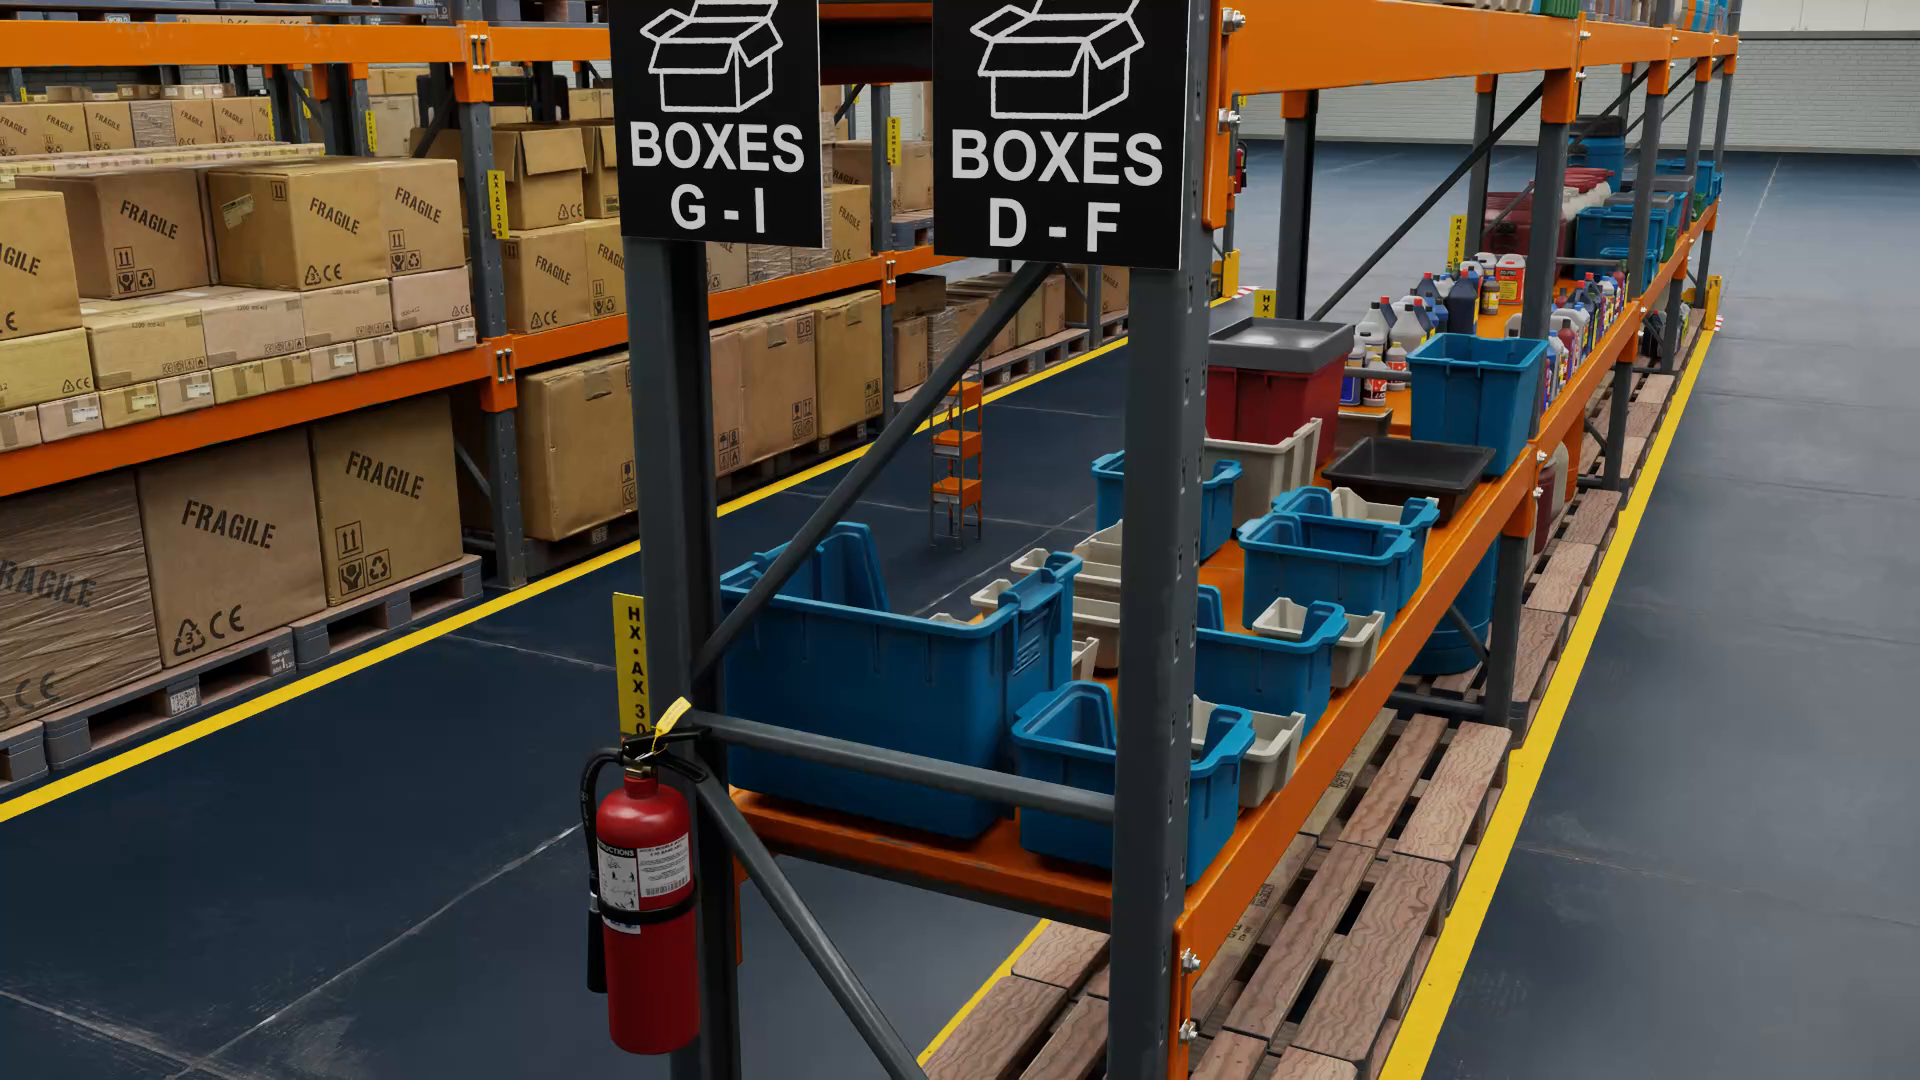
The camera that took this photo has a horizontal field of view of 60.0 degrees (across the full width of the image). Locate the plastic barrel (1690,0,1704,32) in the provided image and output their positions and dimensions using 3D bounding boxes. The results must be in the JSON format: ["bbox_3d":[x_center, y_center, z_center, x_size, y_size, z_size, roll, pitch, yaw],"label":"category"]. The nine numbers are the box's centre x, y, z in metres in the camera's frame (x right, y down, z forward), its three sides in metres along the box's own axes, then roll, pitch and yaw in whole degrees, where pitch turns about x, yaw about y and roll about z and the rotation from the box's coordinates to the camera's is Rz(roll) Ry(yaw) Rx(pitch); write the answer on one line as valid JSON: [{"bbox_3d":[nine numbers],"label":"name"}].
[{"bbox_3d":[4.647,-3.841,11.040,0.600,0.901,0.708,8,18,25],"label":"plastic barrel"}]

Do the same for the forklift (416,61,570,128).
[{"bbox_3d":[-3.552,-2.537,12.917,1.130,2.935,3.031,-5,17,-15],"label":"forklift"}]

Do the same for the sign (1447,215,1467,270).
[{"bbox_3d":[2.982,-1.781,9.965,0.100,0.325,0.005,8,18,25],"label":"sign"}]

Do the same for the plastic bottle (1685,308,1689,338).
[{"bbox_3d":[6.425,-1.958,14.858,0.152,0.276,0.135,8,18,24],"label":"plastic bottle"}]

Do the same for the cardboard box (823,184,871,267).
[{"bbox_3d":[-0.952,-2.155,11.337,0.500,0.500,0.500,9,19,27],"label":"cardboard box"}]

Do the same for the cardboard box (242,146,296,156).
[{"bbox_3d":[-5.386,-2.974,12.927,0.380,0.149,0.250,9,19,27],"label":"cardboard box"}]

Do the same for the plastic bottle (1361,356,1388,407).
[{"bbox_3d":[1.697,-0.651,6.796,0.097,0.201,0.097,0,17,0],"label":"plastic bottle"}]

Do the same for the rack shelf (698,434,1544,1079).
[{"bbox_3d":[0.796,0.239,4.716,1.077,0.370,4.000,8,18,25],"label":"rack shelf"}]

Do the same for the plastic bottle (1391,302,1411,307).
[{"bbox_3d":[2.026,-0.953,7.684,0.152,0.276,0.135,8,18,25],"label":"plastic bottle"}]

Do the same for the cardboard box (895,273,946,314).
[{"bbox_3d":[-0.453,-1.948,13.114,0.500,0.250,0.500,11,20,32],"label":"cardboard box"}]

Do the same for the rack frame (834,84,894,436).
[{"bbox_3d":[-0.953,-2.265,11.880,1.000,3.000,0.127,8,18,25],"label":"rack frame"}]

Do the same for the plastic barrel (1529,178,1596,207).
[{"bbox_3d":[4.120,-2.206,11.443,0.433,0.535,0.433,0,17,0],"label":"plastic barrel"}]

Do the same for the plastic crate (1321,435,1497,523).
[{"bbox_3d":[1.430,-0.193,5.284,0.437,0.125,0.590,8,18,25],"label":"plastic crate"}]

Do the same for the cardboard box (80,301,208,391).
[{"bbox_3d":[-3.390,-0.780,6.622,0.500,0.250,0.500,8,18,24],"label":"cardboard box"}]

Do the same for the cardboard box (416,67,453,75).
[{"bbox_3d":[-6.646,-5.804,21.343,0.700,0.500,0.500,8,18,25],"label":"cardboard box"}]

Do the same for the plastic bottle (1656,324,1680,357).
[{"bbox_3d":[5.919,-1.670,13.889,0.152,0.276,0.135,9,19,27],"label":"plastic bottle"}]

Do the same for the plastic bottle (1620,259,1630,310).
[{"bbox_3d":[3.678,-1.421,9.246,0.061,0.283,0.133,8,18,25],"label":"plastic bottle"}]

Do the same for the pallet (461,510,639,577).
[{"bbox_3d":[-2.463,-0.115,9.541,1.003,0.211,1.213,8,18,25],"label":"pallet"}]

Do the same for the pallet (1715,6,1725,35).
[{"bbox_3d":[5.500,-4.197,13.450,1.213,0.211,1.003,8,18,25],"label":"pallet"}]

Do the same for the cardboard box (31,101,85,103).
[{"bbox_3d":[-9.419,-4.330,17.399,0.500,0.500,0.500,7,18,22],"label":"cardboard box"}]

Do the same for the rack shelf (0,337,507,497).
[{"bbox_3d":[-3.634,-0.391,6.837,1.077,0.370,4.000,8,18,25],"label":"rack shelf"}]

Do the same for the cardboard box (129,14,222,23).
[{"bbox_3d":[-5.812,-3.974,12.190,0.500,0.500,0.500,8,18,25],"label":"cardboard box"}]

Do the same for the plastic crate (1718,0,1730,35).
[{"bbox_3d":[6.470,-4.578,14.430,0.392,0.384,0.575,8,18,25],"label":"plastic crate"}]

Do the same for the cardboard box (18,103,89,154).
[{"bbox_3d":[-9.184,-4.136,16.746,0.500,0.500,0.500,9,19,28],"label":"cardboard box"}]

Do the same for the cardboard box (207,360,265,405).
[{"bbox_3d":[-3.158,-0.679,6.982,0.380,0.149,0.250,8,18,24],"label":"cardboard box"}]

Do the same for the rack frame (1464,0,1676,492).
[{"bbox_3d":[3.478,-1.634,9.759,1.000,3.000,0.127,8,18,25],"label":"rack frame"}]

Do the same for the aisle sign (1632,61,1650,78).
[{"bbox_3d":[6.822,-4.974,16.437,0.394,0.787,0.004,8,18,25],"label":"aisle sign"}]

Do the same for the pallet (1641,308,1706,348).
[{"bbox_3d":[6.693,-2.104,16.237,1.003,0.211,1.213,8,18,25],"label":"pallet"}]

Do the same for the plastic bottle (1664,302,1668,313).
[{"bbox_3d":[6.391,-2.010,15.022,0.061,0.283,0.133,8,18,25],"label":"plastic bottle"}]

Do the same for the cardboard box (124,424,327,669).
[{"bbox_3d":[-3.509,-0.041,7.389,0.875,0.875,0.875,8,18,25],"label":"cardboard box"}]

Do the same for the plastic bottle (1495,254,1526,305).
[{"bbox_3d":[3.131,-1.486,9.479,0.152,0.276,0.135,8,18,25],"label":"plastic bottle"}]

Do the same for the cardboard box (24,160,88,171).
[{"bbox_3d":[-6.196,-2.510,11.367,0.380,0.149,0.250,8,18,25],"label":"cardboard box"}]

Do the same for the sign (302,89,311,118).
[{"bbox_3d":[-7.534,-5.030,19.156,0.100,0.325,0.005,8,18,25],"label":"sign"}]

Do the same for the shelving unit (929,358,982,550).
[{"bbox_3d":[-0.024,-0.490,9.329,0.215,1.050,0.252,8,18,25],"label":"shelving unit"}]

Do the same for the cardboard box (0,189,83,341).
[{"bbox_3d":[-3.623,-1.005,6.064,0.500,0.500,0.500,8,18,24],"label":"cardboard box"}]

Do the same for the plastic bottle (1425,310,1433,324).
[{"bbox_3d":[2.086,-0.906,7.532,0.097,0.271,0.097,0,17,0],"label":"plastic bottle"}]

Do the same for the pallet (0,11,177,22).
[{"bbox_3d":[-6.301,-3.659,11.636,1.213,0.211,1.003,8,18,25],"label":"pallet"}]

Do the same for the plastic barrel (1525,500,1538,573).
[{"bbox_3d":[2.597,-0.073,8.135,0.421,0.512,0.421,0,17,0],"label":"plastic barrel"}]

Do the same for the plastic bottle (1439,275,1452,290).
[{"bbox_3d":[2.506,-1.242,8.664,0.097,0.271,0.097,0,17,0],"label":"plastic bottle"}]

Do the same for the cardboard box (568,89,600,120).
[{"bbox_3d":[-4.003,-4.209,16.495,0.700,0.500,0.500,8,18,24],"label":"cardboard box"}]

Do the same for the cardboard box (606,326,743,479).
[{"bbox_3d":[-2.074,-0.822,10.017,1.225,0.875,0.875,7,18,23],"label":"cardboard box"}]

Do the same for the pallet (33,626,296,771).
[{"bbox_3d":[-3.695,0.587,7.178,1.003,0.211,1.213,8,18,25],"label":"pallet"}]

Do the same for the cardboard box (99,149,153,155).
[{"bbox_3d":[-6.311,-2.859,12.542,0.380,0.149,0.250,9,19,27],"label":"cardboard box"}]

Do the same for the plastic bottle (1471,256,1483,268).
[{"bbox_3d":[2.919,-1.478,9.457,0.097,0.271,0.097,0,17,0],"label":"plastic bottle"}]

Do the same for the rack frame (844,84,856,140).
[{"bbox_3d":[-1.771,-4.959,20.952,1.000,3.000,0.127,8,18,25],"label":"rack frame"}]

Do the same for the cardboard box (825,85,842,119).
[{"bbox_3d":[-1.971,-5.459,20.476,0.875,0.550,0.550,8,18,25],"label":"cardboard box"}]

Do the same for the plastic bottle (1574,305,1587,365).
[{"bbox_3d":[2.832,-0.944,7.661,0.097,0.271,0.097,0,17,0],"label":"plastic bottle"}]

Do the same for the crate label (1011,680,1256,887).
[{"bbox_3d":[0.308,0.434,2.984,0.416,0.233,0.303,8,18,25],"label":"crate label"}]

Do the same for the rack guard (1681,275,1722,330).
[{"bbox_3d":[7.060,-2.449,16.890,1.175,0.500,0.348,8,18,25],"label":"rack guard"}]

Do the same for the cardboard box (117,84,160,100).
[{"bbox_3d":[-8.952,-4.882,18.119,0.380,0.149,0.250,9,19,28],"label":"cardboard box"}]

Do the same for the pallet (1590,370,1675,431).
[{"bbox_3d":[4.949,-1.112,12.896,1.003,0.211,1.213,8,18,25],"label":"pallet"}]

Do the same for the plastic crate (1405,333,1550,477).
[{"bbox_3d":[1.787,-0.474,5.776,0.392,0.384,0.575,8,18,25],"label":"plastic crate"}]

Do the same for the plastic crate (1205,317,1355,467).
[{"bbox_3d":[1.067,-0.479,5.653,0.402,0.464,0.583,8,18,25],"label":"plastic crate"}]

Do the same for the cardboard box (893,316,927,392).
[{"bbox_3d":[-0.672,-1.450,12.757,0.700,0.500,0.500,7,18,22],"label":"cardboard box"}]

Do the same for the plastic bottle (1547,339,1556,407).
[{"bbox_3d":[2.374,-0.683,6.783,0.097,0.271,0.097,0,17,0],"label":"plastic bottle"}]
